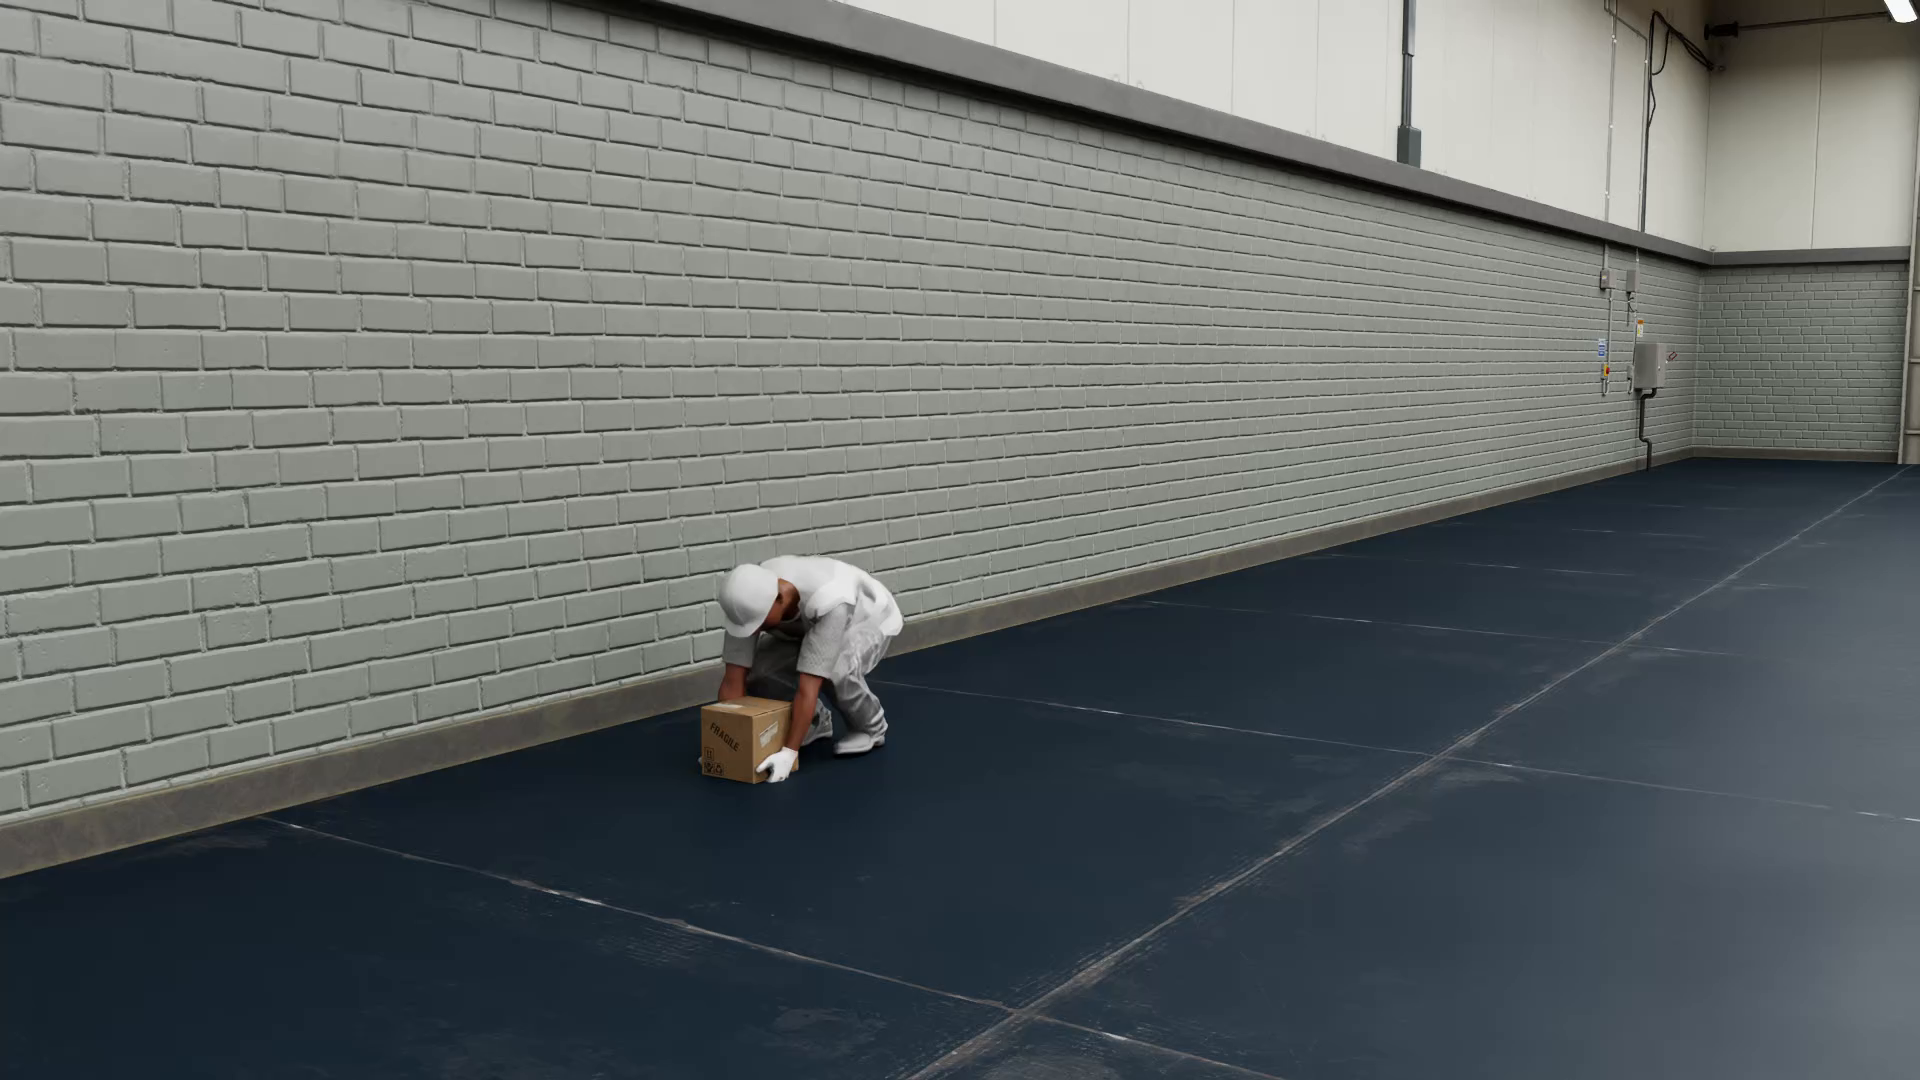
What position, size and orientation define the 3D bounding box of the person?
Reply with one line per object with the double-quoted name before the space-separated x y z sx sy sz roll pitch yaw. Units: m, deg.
"person" -0.577 0.462 6.286 0.564 0.833 0.962 4 7 32
